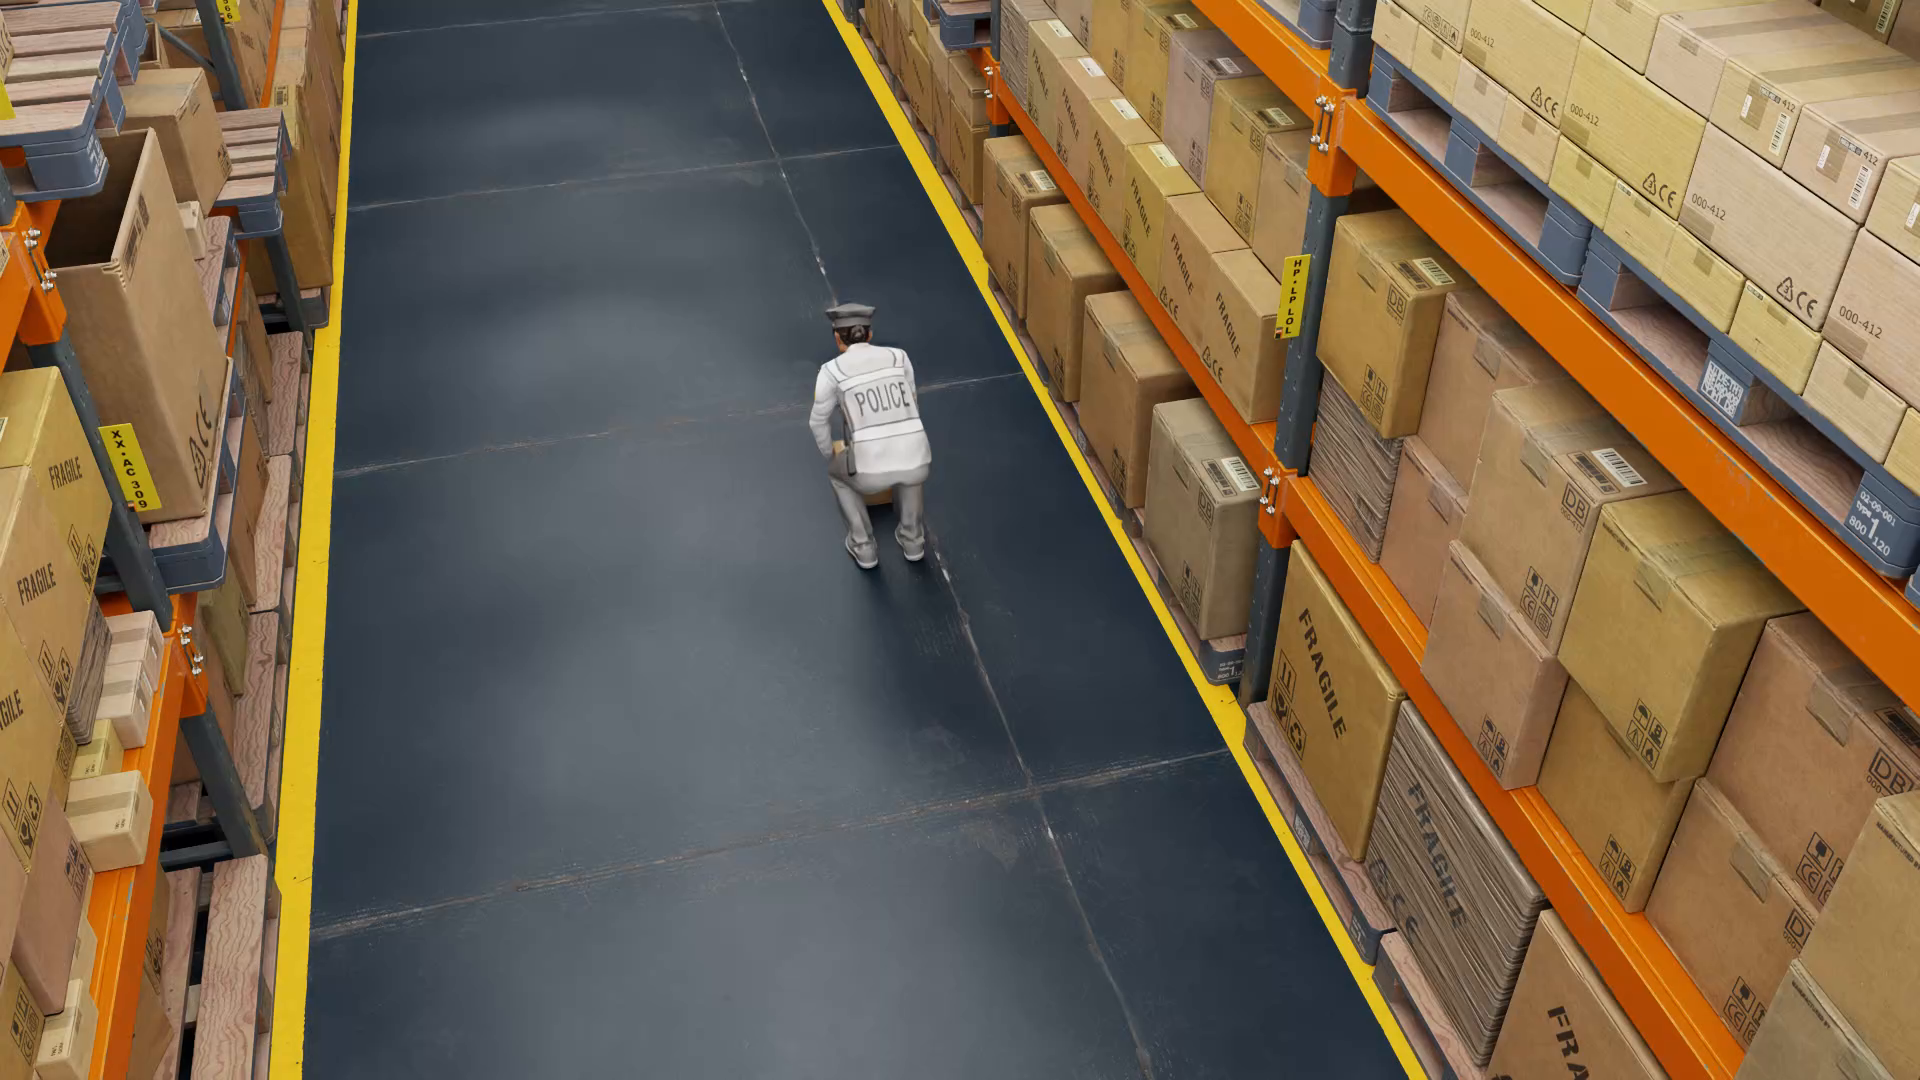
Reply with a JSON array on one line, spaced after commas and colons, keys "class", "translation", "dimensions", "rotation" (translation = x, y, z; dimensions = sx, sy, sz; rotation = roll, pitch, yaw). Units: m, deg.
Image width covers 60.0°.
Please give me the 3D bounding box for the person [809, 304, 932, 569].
[{"class": "person", "translation": [-0.417, -0.466, 7.695], "dimensions": [0.522, 1.180, 0.796], "rotation": [-10, 39, -12]}]
